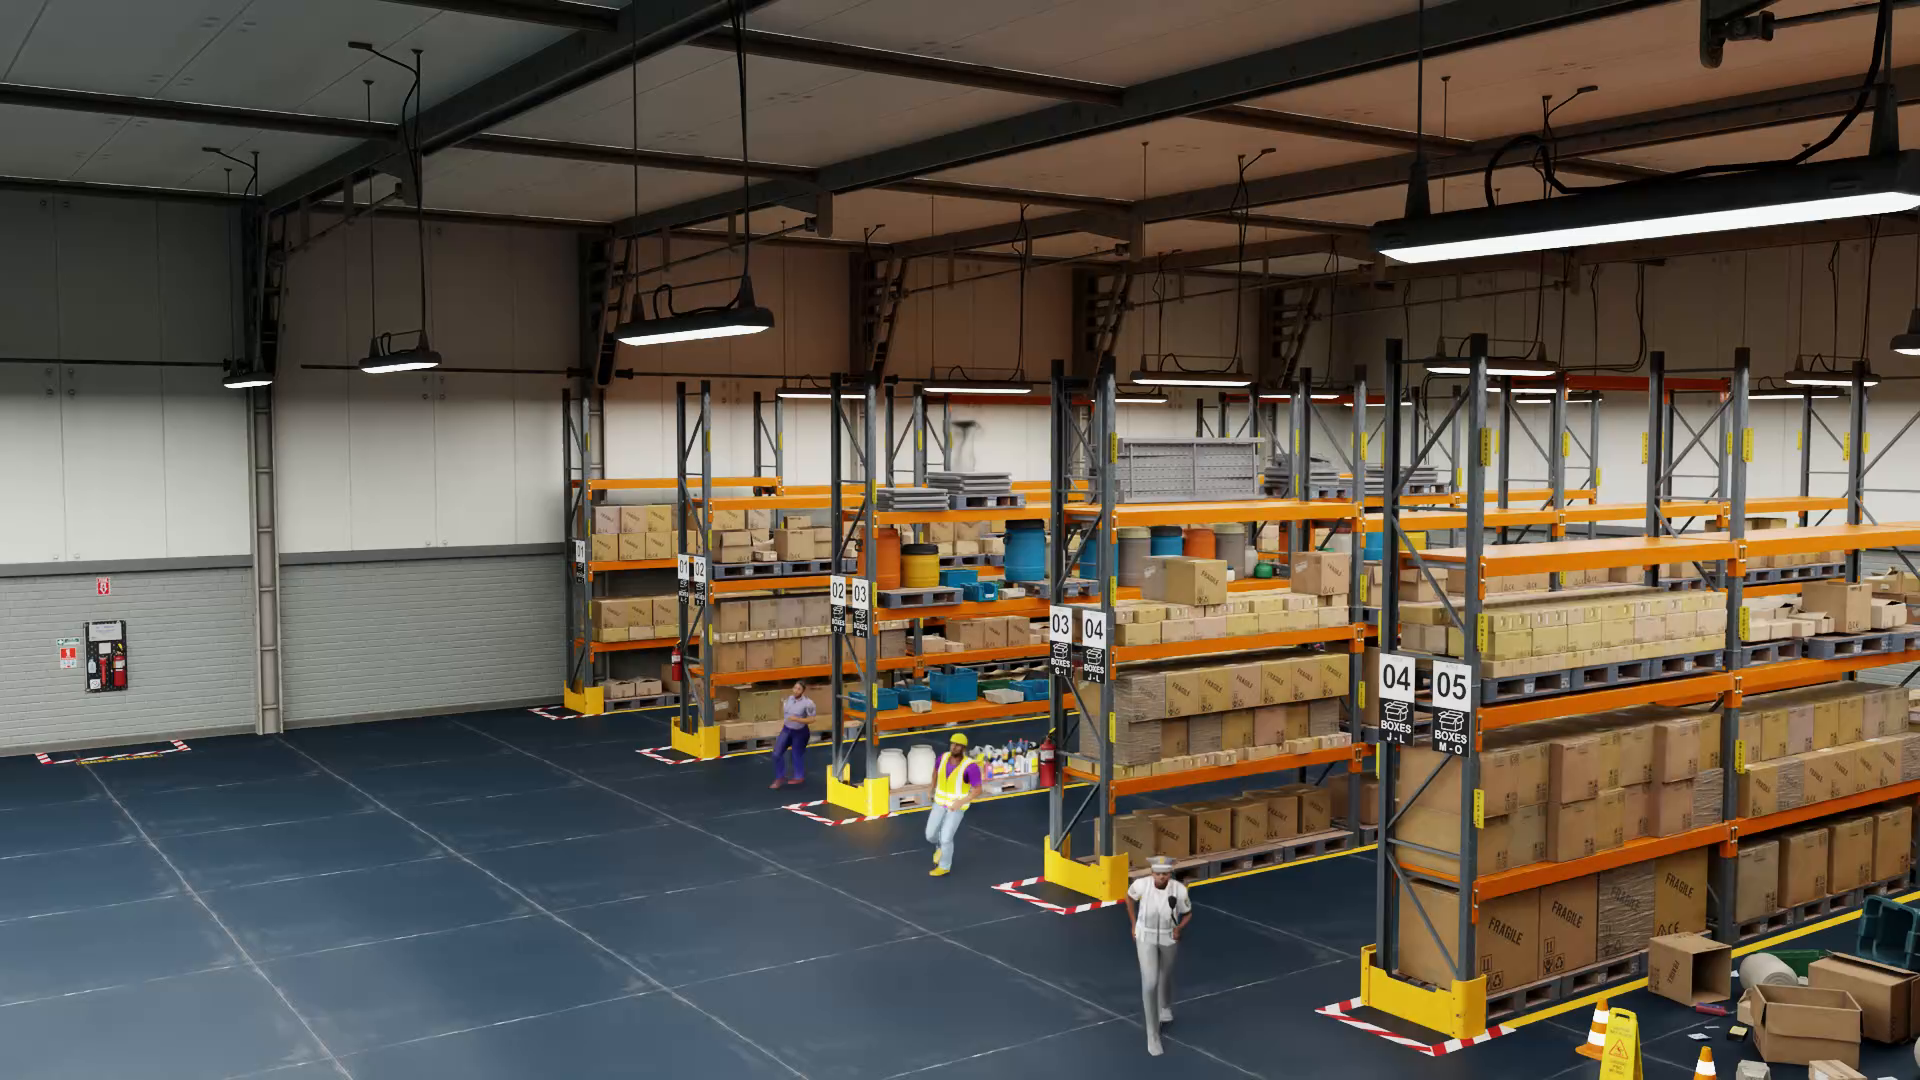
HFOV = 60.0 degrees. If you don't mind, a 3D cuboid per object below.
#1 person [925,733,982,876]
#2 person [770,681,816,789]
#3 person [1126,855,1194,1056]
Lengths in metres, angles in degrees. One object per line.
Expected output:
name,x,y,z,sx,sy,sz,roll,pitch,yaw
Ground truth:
person,-0.075,3.084,19.344,0.734,1.703,0.537,2,4,30
person,-2.377,2.832,24.142,0.729,1.633,0.651,2,4,26
person,1.699,3.444,14.203,0.571,1.678,0.896,0,4,4
